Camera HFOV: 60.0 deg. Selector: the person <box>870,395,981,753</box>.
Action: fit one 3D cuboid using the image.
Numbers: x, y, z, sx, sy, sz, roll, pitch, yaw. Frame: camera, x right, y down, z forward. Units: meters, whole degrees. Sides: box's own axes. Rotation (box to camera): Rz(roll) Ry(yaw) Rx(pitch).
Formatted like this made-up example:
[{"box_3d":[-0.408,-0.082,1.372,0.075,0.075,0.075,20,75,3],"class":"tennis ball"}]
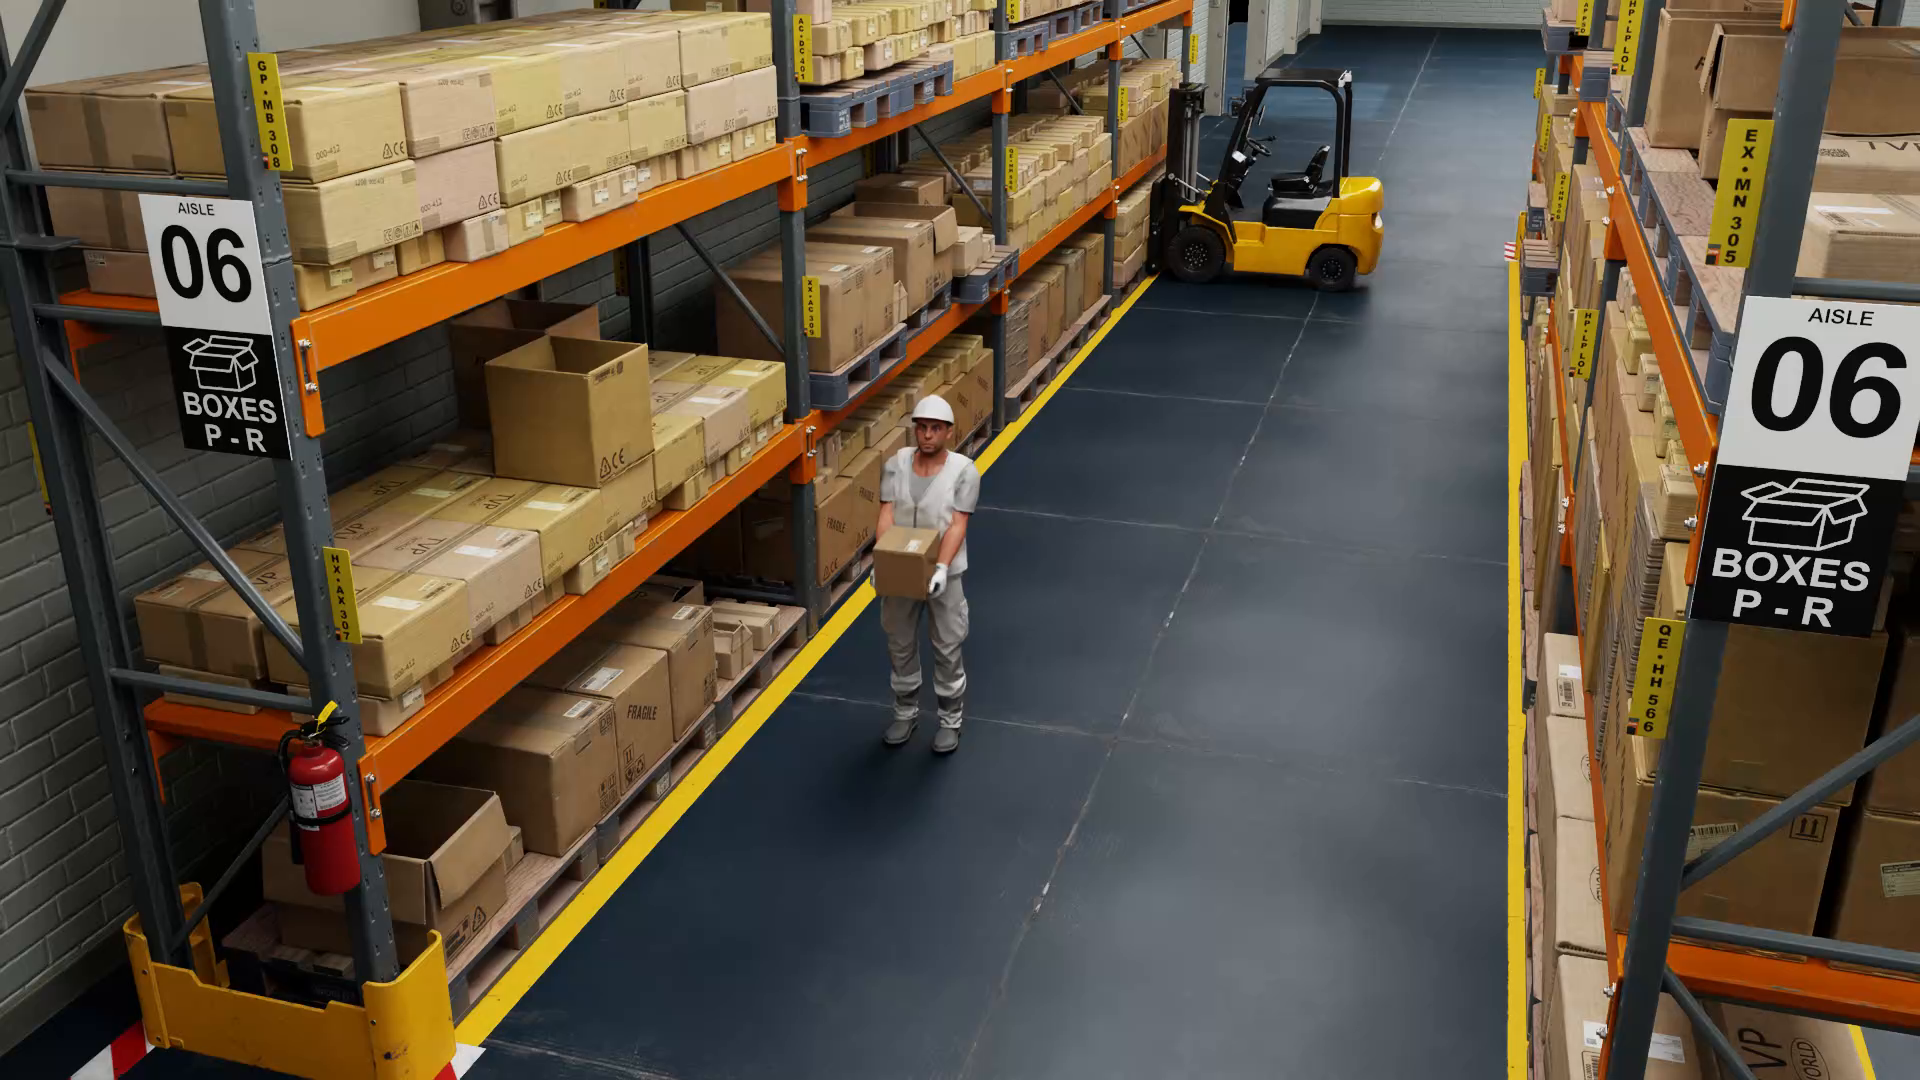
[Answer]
[{"box_3d":[-0.183,0.201,8.057,0.497,1.785,0.561,6,23,16],"class":"person"}]
